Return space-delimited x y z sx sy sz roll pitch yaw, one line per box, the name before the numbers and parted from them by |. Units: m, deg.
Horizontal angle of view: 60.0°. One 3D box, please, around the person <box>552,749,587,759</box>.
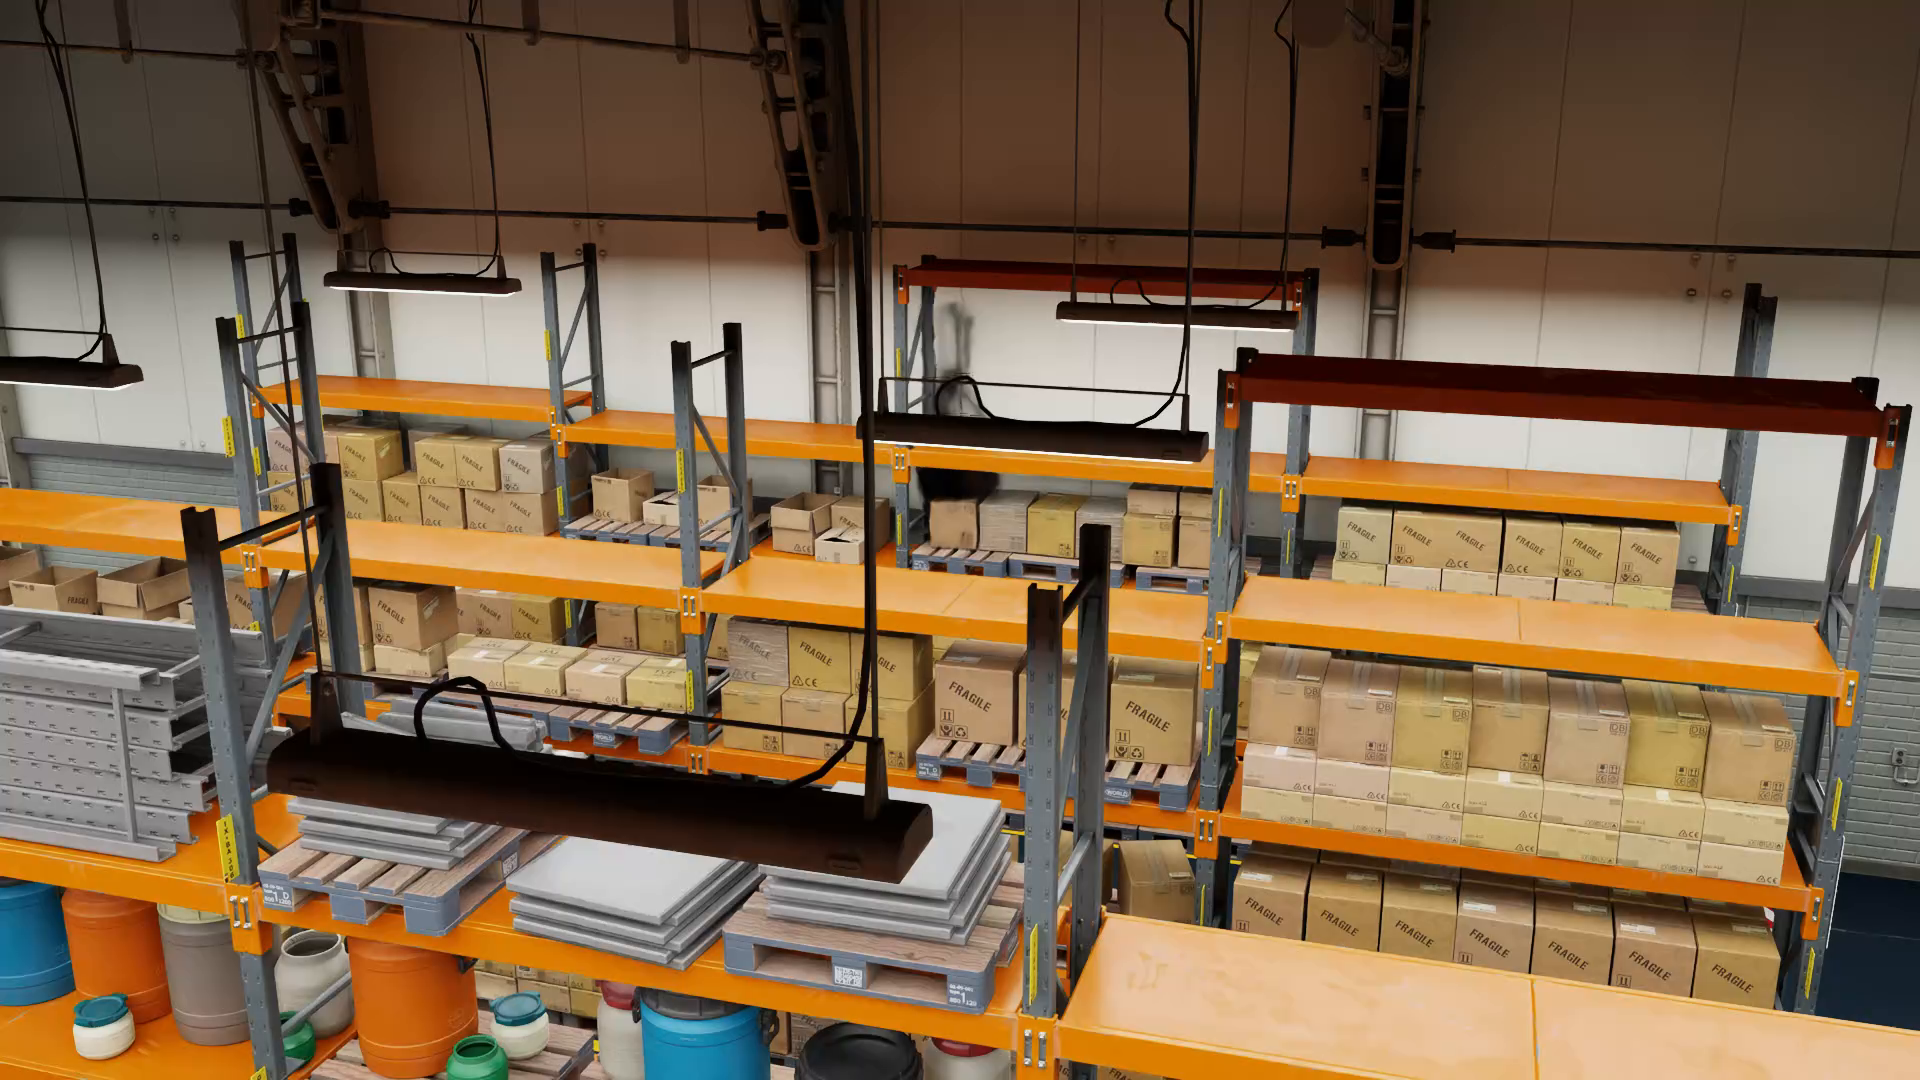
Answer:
person | -3.873 2.587 16.619 0.948 1.767 0.711 3 16 11
